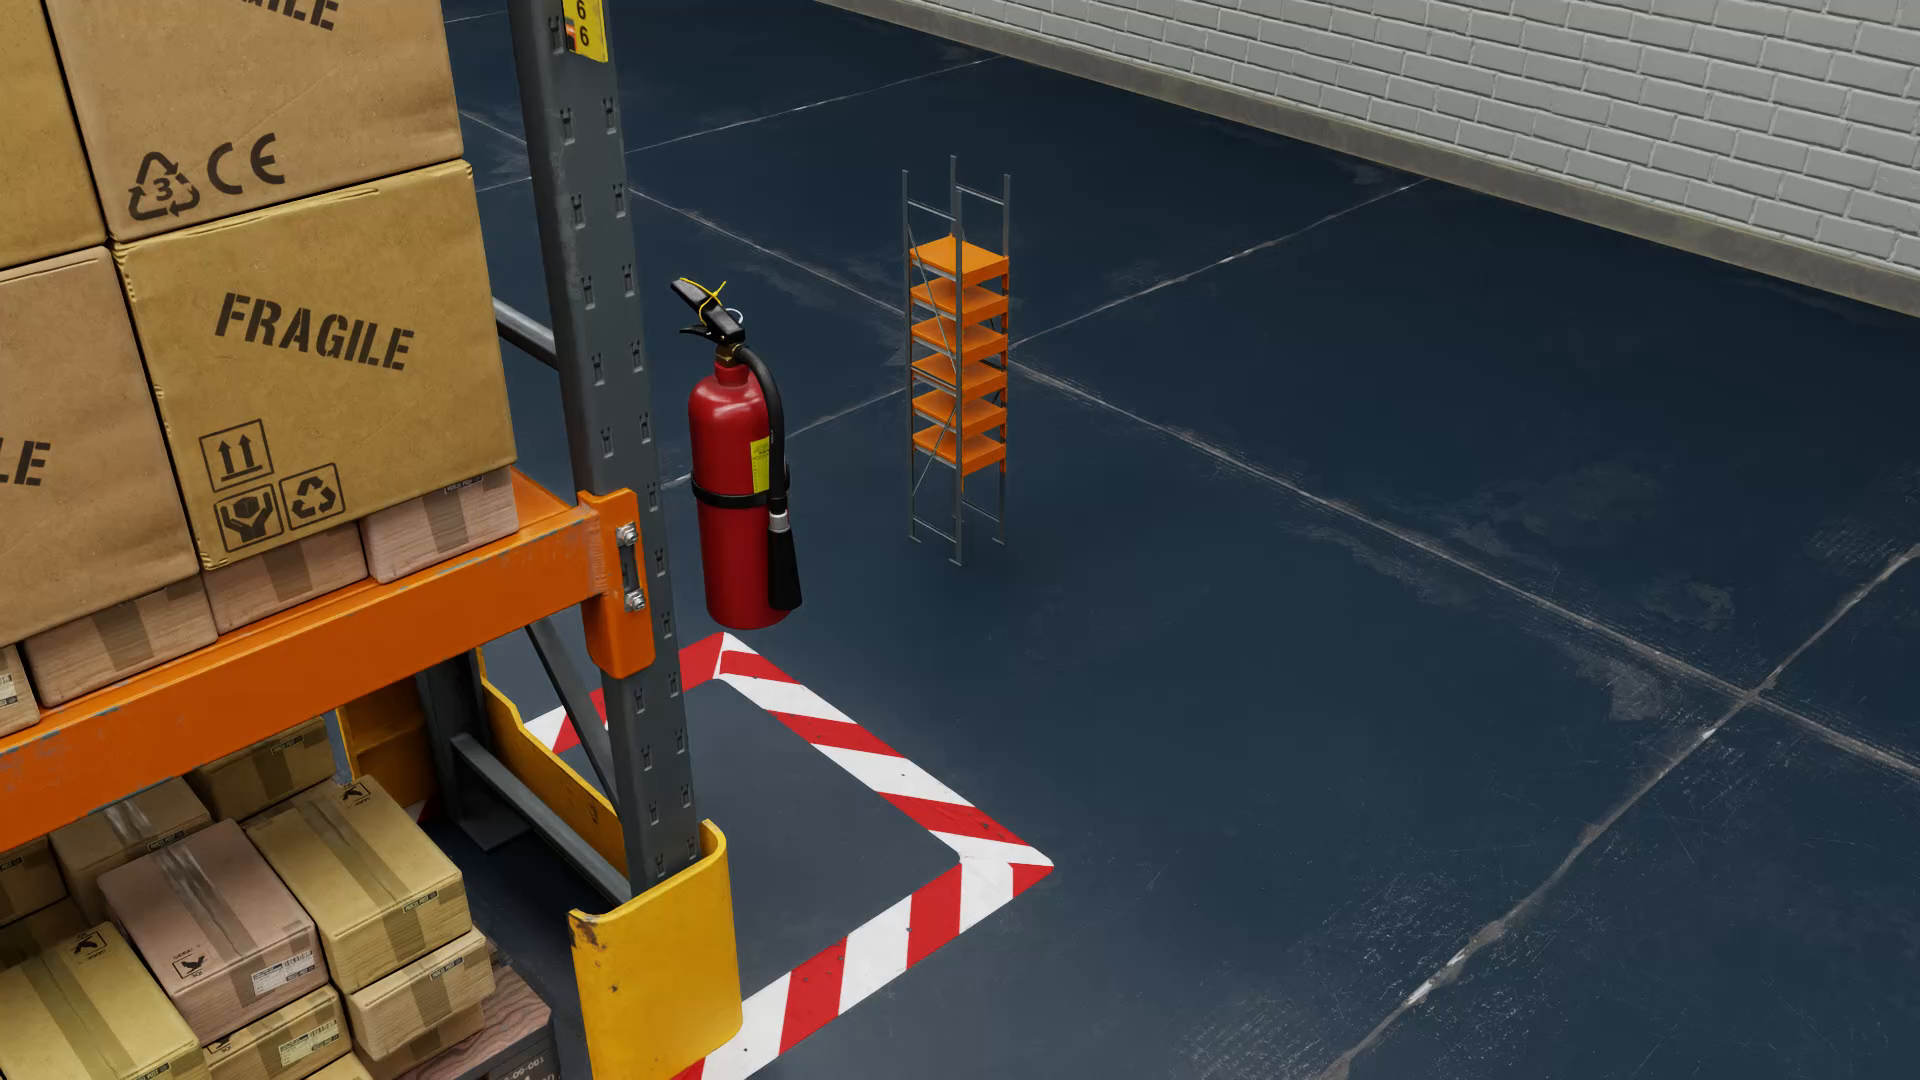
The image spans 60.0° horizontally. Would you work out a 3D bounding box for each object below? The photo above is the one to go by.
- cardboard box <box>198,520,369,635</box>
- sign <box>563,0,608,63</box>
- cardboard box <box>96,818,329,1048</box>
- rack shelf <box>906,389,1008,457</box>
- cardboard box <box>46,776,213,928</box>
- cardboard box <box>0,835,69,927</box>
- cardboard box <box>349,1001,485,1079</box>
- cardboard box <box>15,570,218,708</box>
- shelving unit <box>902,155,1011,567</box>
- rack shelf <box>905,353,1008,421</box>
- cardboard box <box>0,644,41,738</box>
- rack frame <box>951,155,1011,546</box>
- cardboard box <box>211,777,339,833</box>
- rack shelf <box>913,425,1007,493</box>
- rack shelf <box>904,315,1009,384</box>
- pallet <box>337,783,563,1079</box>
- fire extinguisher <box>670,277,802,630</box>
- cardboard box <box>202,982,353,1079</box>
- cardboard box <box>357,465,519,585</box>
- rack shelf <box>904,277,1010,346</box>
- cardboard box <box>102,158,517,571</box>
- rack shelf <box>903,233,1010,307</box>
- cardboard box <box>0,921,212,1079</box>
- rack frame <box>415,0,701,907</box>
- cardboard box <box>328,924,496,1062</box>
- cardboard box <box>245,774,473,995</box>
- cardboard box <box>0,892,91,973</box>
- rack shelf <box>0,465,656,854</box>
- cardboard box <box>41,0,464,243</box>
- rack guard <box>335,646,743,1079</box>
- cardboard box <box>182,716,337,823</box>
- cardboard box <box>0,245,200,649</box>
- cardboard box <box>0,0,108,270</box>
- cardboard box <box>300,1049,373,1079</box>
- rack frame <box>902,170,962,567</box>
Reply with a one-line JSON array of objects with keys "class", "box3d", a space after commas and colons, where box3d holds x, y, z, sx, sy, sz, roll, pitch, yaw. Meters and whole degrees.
[{"class": "cardboard box", "box3d": [-1.160, -0.031, 2.665, 0.250, 0.149, 0.380, -26, 40, -36]}, {"class": "sign", "box3d": [-0.543, -0.845, 2.343, 0.005, 0.325, 0.100, -26, 40, -35]}, {"class": "cardboard box", "box3d": [-1.345, 0.700, 2.990, 0.250, 0.149, 0.380, -25, 39, -35]}, {"class": "rack shelf", "box3d": [-0.011, -0.366, 5.014, 0.180, 0.103, 0.258, -26, 40, -35]}, {"class": "cardboard box", "box3d": [-1.641, 0.548, 3.239, 0.250, 0.149, 0.380, -25, 39, -35]}, {"class": "cardboard box", "box3d": [-1.913, 0.588, 3.173, 0.250, 0.149, 0.380, -26, 40, -36]}, {"class": "cardboard box", "box3d": [-1.150, 0.868, 3.285, 0.250, 0.149, 0.380, -25, 39, -35]}, {"class": "cardboard box", "box3d": [-1.334, 0.064, 2.511, 0.250, 0.149, 0.380, -26, 40, -36]}, {"class": "shelving unit", "box3d": [-0.011, -0.507, 4.929, 0.189, 1.200, 0.258, -26, 40, -35]}, {"class": "rack shelf", "box3d": [-0.011, -0.469, 4.952, 0.180, 0.103, 0.258, -26, 40, -35]}, {"class": "cardboard box", "box3d": [-1.505, 0.164, 2.348, 0.250, 0.149, 0.380, -25, 39, -34]}, {"class": "rack frame", "box3d": [0.056, -0.539, 4.982, 0.006, 1.200, 0.240, -26, 40, -35]}, {"class": "cardboard box", "box3d": [-1.464, 0.562, 3.500, 0.250, 0.149, 0.380, -24, 39, -34]}, {"class": "rack shelf", "box3d": [-0.011, -0.264, 5.077, 0.180, 0.103, 0.258, -26, 40, -35]}, {"class": "rack shelf", "box3d": [-0.011, -0.571, 4.889, 0.180, 0.103, 0.258, -26, 40, -35]}, {"class": "pallet", "box3d": [-1.581, 1.056, 3.321, 1.213, 0.211, 1.003, -26, 40, -35]}, {"class": "fire extinguisher", "box3d": [-0.407, -0.156, 3.062, 0.183, 0.674, 0.296, -26, 40, -35]}, {"class": "cardboard box", "box3d": [-1.327, 0.843, 3.041, 0.250, 0.149, 0.380, -27, 40, -36]}, {"class": "cardboard box", "box3d": [-0.952, -0.104, 2.786, 0.250, 0.149, 0.380, -26, 40, -35]}, {"class": "rack shelf", "box3d": [-0.011, -0.674, 4.827, 0.180, 0.103, 0.258, -26, 40, -35]}, {"class": "cardboard box", "box3d": [-1.060, -0.347, 2.561, 0.500, 0.500, 0.500, -25, 39, -35]}, {"class": "rack shelf", "box3d": [-0.011, -0.776, 4.764, 0.180, 0.103, 0.258, -26, 40, -35]}, {"class": "cardboard box", "box3d": [-1.448, 0.840, 2.760, 0.250, 0.149, 0.380, -27, 40, -36]}, {"class": "rack frame", "box3d": [-0.906, -0.435, 3.087, 0.127, 3.000, 1.000, -26, 40, -35]}, {"class": "cardboard box", "box3d": [-1.099, 0.771, 3.159, 0.250, 0.149, 0.380, -27, 41, -37]}, {"class": "cardboard box", "box3d": [-1.121, 0.633, 3.100, 0.250, 0.149, 0.380, -25, 40, -35]}, {"class": "cardboard box", "box3d": [-1.823, 0.759, 3.179, 0.250, 0.149, 0.380, -25, 39, -35]}, {"class": "rack shelf", "box3d": [-2.372, 0.581, 2.114, 4.000, 0.370, 1.077, -26, 40, -35]}, {"class": "cardboard box", "box3d": [-1.072, -0.774, 2.301, 0.500, 0.500, 0.500, -27, 40, -36]}, {"class": "rack guard", "box3d": [-0.961, 0.658, 3.695, 0.348, 0.500, 1.175, -26, 40, -35]}, {"class": "cardboard box", "box3d": [-1.521, 0.404, 3.474, 0.380, 0.149, 0.250, 27, 41, 37]}, {"class": "cardboard box", "box3d": [-1.441, -0.166, 2.266, 0.500, 0.500, 0.500, -27, 40, -36]}, {"class": "cardboard box", "box3d": [-1.444, -0.594, 2.007, 0.500, 0.500, 0.500, -27, 41, -37]}, {"class": "cardboard box", "box3d": [-1.269, 0.998, 3.072, 0.250, 0.149, 0.380, -24, 39, -34]}, {"class": "rack frame", "box3d": [-0.078, -0.474, 4.876, 0.006, 1.200, 0.240, -26, 40, -35]}]
